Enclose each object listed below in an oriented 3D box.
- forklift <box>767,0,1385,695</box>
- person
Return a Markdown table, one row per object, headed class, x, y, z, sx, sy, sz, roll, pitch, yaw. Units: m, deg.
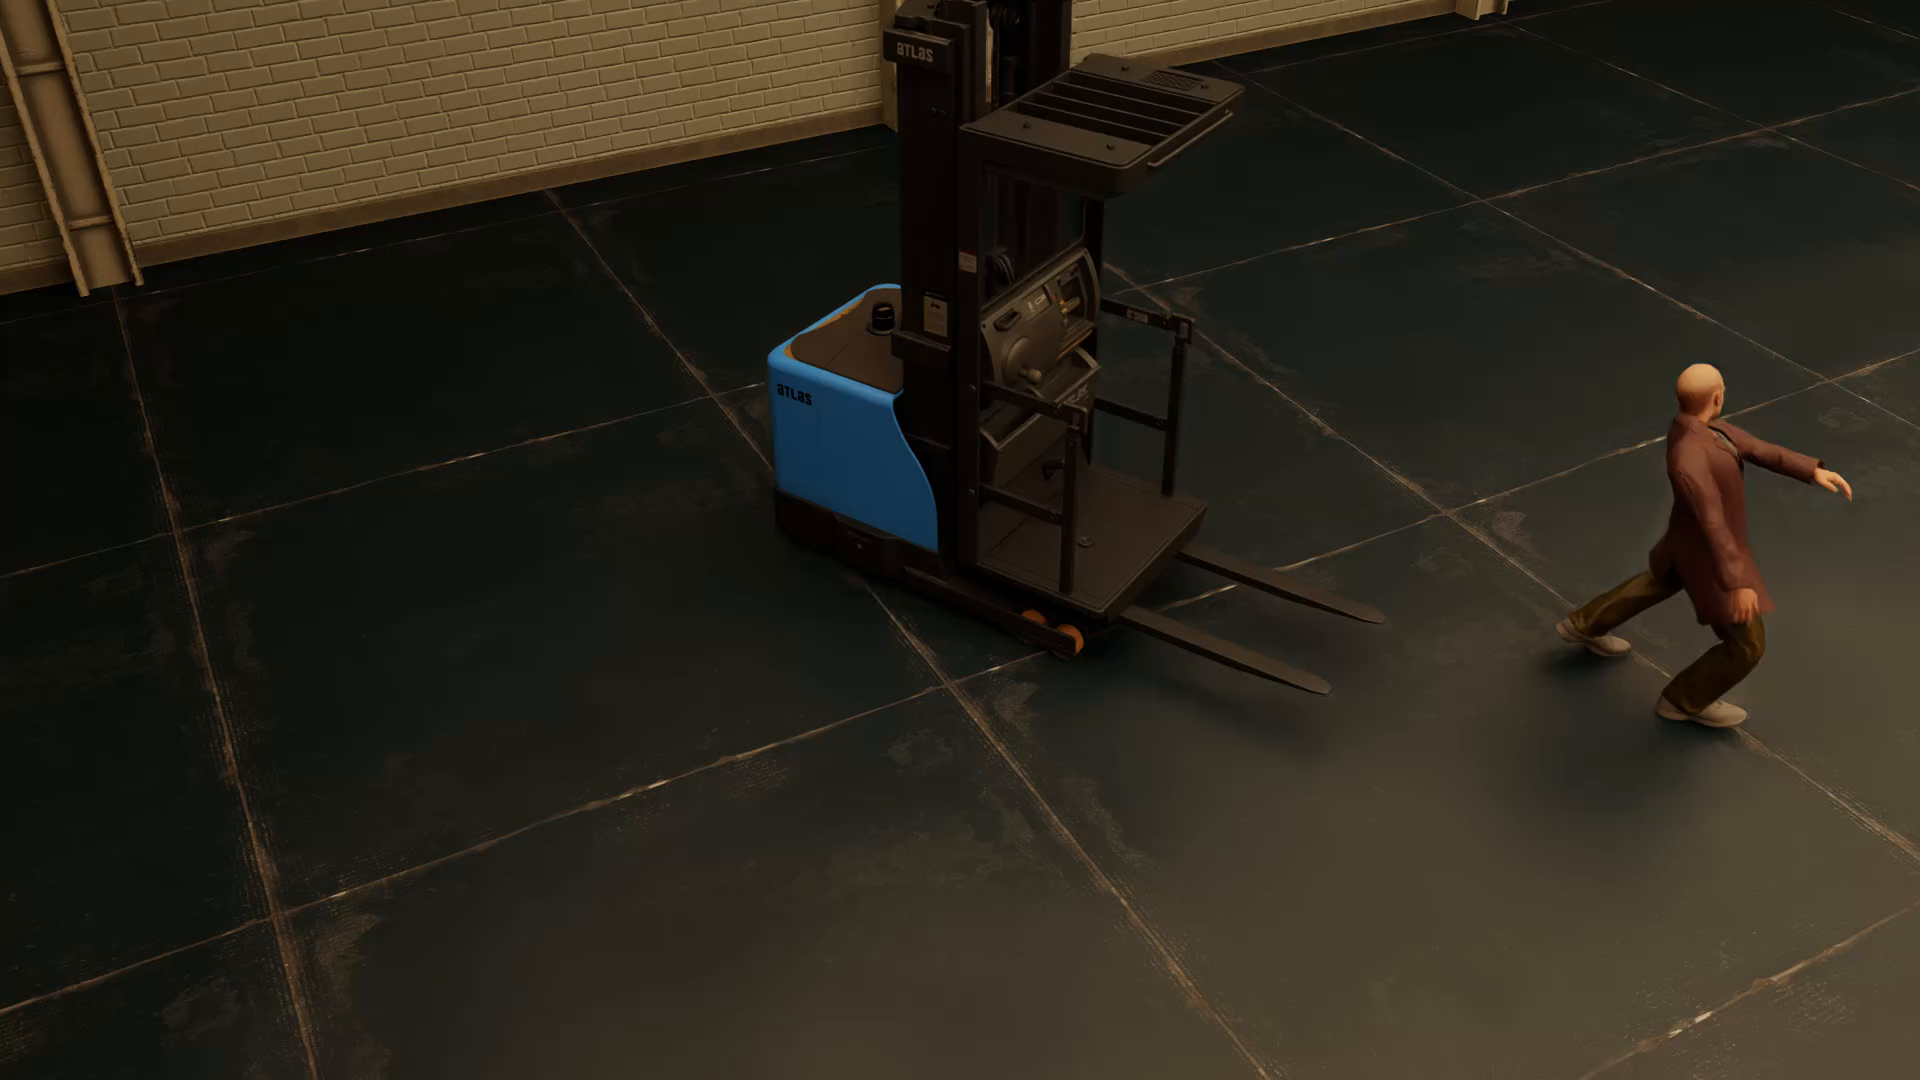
| class | x | y | z | sx | sy | sz | roll | pitch | yaw |
| --- | --- | --- | --- | --- | --- | --- | --- | --- | --- |
| forklift | 0.547 | -0.984 | 7.515 | 3.031 | 2.935 | 1.130 | 21 | 40 | 27 |
| person | 3.232 | 0.083 | 7.138 | 0.932 | 1.616 | 0.884 | 4 | 35 | 5 |
